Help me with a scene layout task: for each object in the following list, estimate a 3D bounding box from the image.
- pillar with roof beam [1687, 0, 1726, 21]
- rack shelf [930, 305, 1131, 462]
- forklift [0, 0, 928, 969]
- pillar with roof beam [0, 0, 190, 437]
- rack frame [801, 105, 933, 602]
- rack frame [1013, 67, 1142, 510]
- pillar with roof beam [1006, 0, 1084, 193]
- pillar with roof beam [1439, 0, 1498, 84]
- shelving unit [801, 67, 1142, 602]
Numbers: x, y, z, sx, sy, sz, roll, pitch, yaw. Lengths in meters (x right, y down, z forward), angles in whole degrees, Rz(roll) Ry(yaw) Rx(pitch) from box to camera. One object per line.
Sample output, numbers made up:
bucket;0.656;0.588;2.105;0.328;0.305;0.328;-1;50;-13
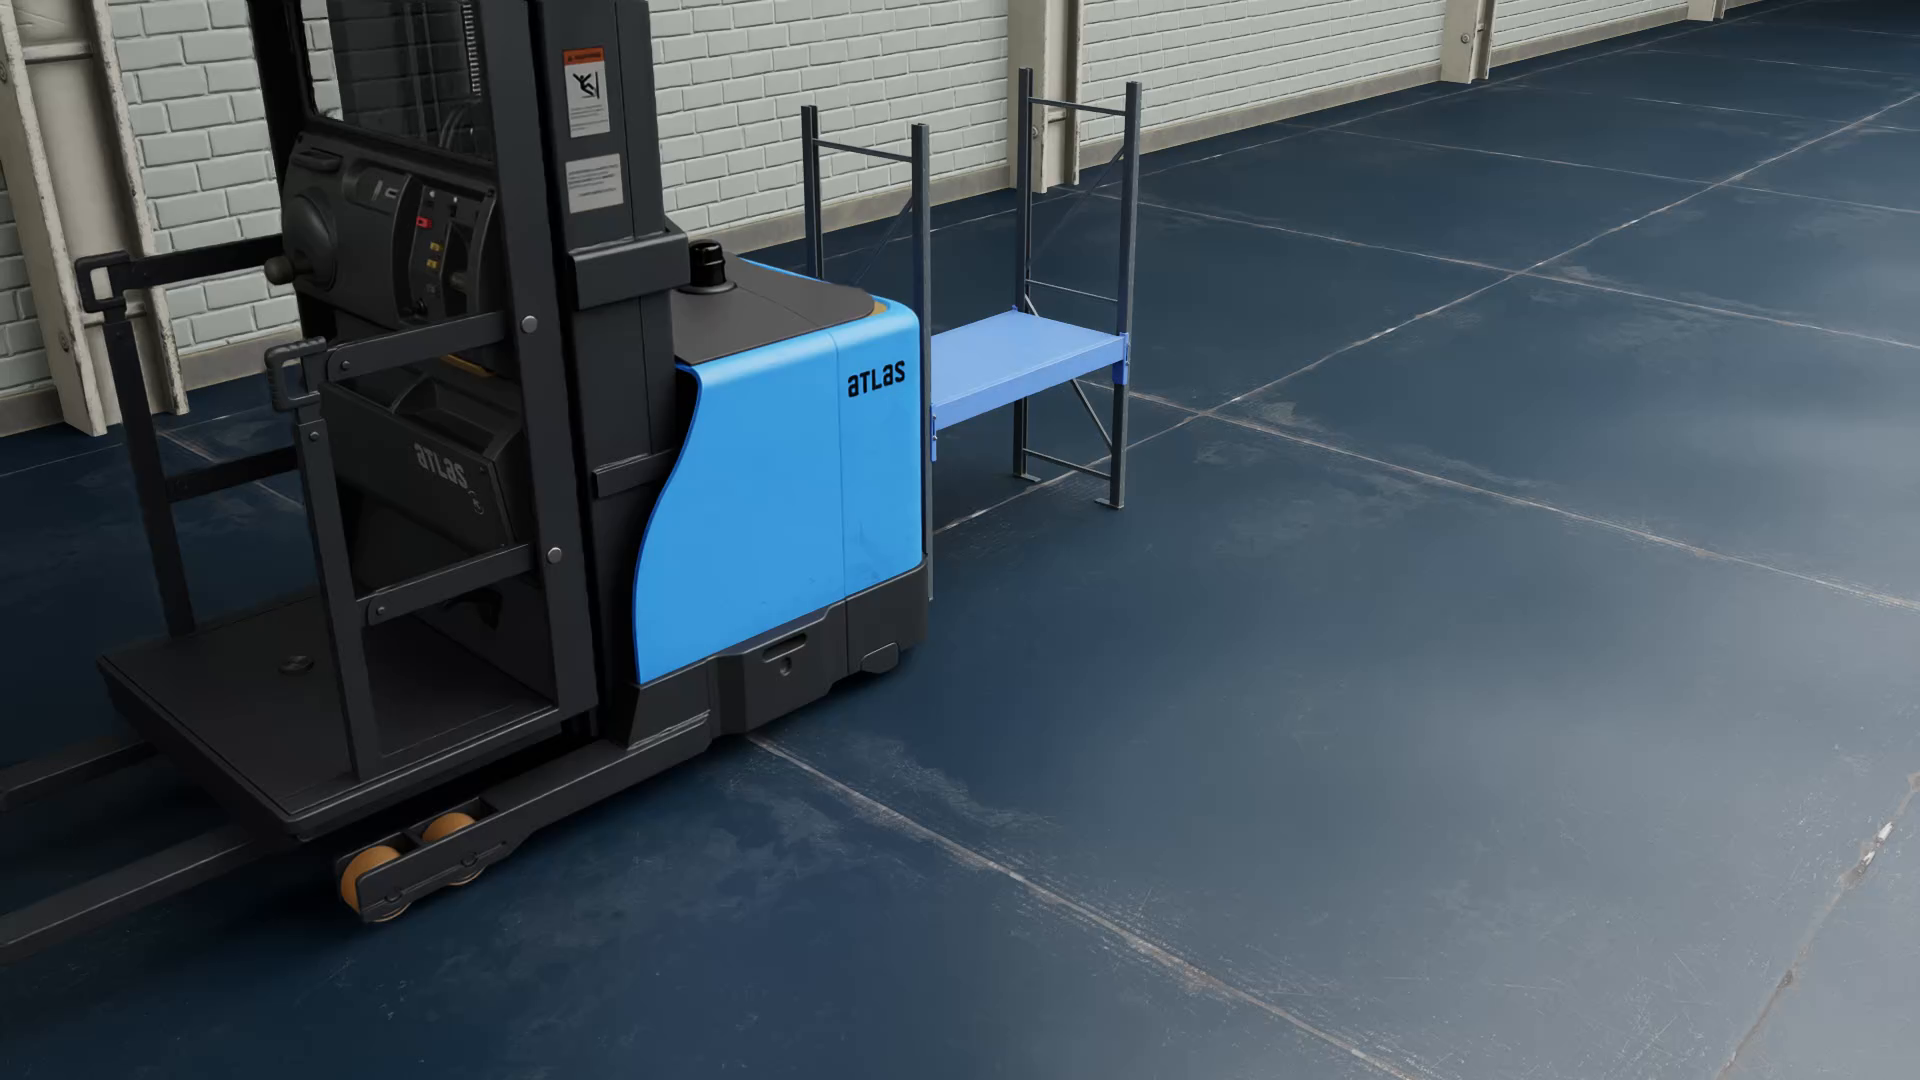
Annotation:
pillar with roof beam;11.760;-8.931;14.669;9.100;9.000;0.400;20;31;38
rack shelf;0.057;-0.546;5.575;0.538;0.185;1.000;20;31;38
forklift;-1.485;-0.703;3.735;1.130;2.935;3.031;22;32;40
pillar with roof beam;-0.254;-3.446;2.438;9.100;9.000;0.400;20;31;38
rack frame;-0.282;-0.555;5.156;0.500;1.500;0.032;20;31;38
rack frame;0.396;-0.865;5.847;0.500;1.500;0.032;20;31;38
pillar with roof beam;3.751;-5.274;6.515;9.100;9.000;0.400;20;31;38
pillar with roof beam;7.755;-7.102;10.592;9.100;9.000;0.400;20;31;38
shelving unit;0.057;-0.710;5.501;0.538;1.500;1.048;20;31;38
